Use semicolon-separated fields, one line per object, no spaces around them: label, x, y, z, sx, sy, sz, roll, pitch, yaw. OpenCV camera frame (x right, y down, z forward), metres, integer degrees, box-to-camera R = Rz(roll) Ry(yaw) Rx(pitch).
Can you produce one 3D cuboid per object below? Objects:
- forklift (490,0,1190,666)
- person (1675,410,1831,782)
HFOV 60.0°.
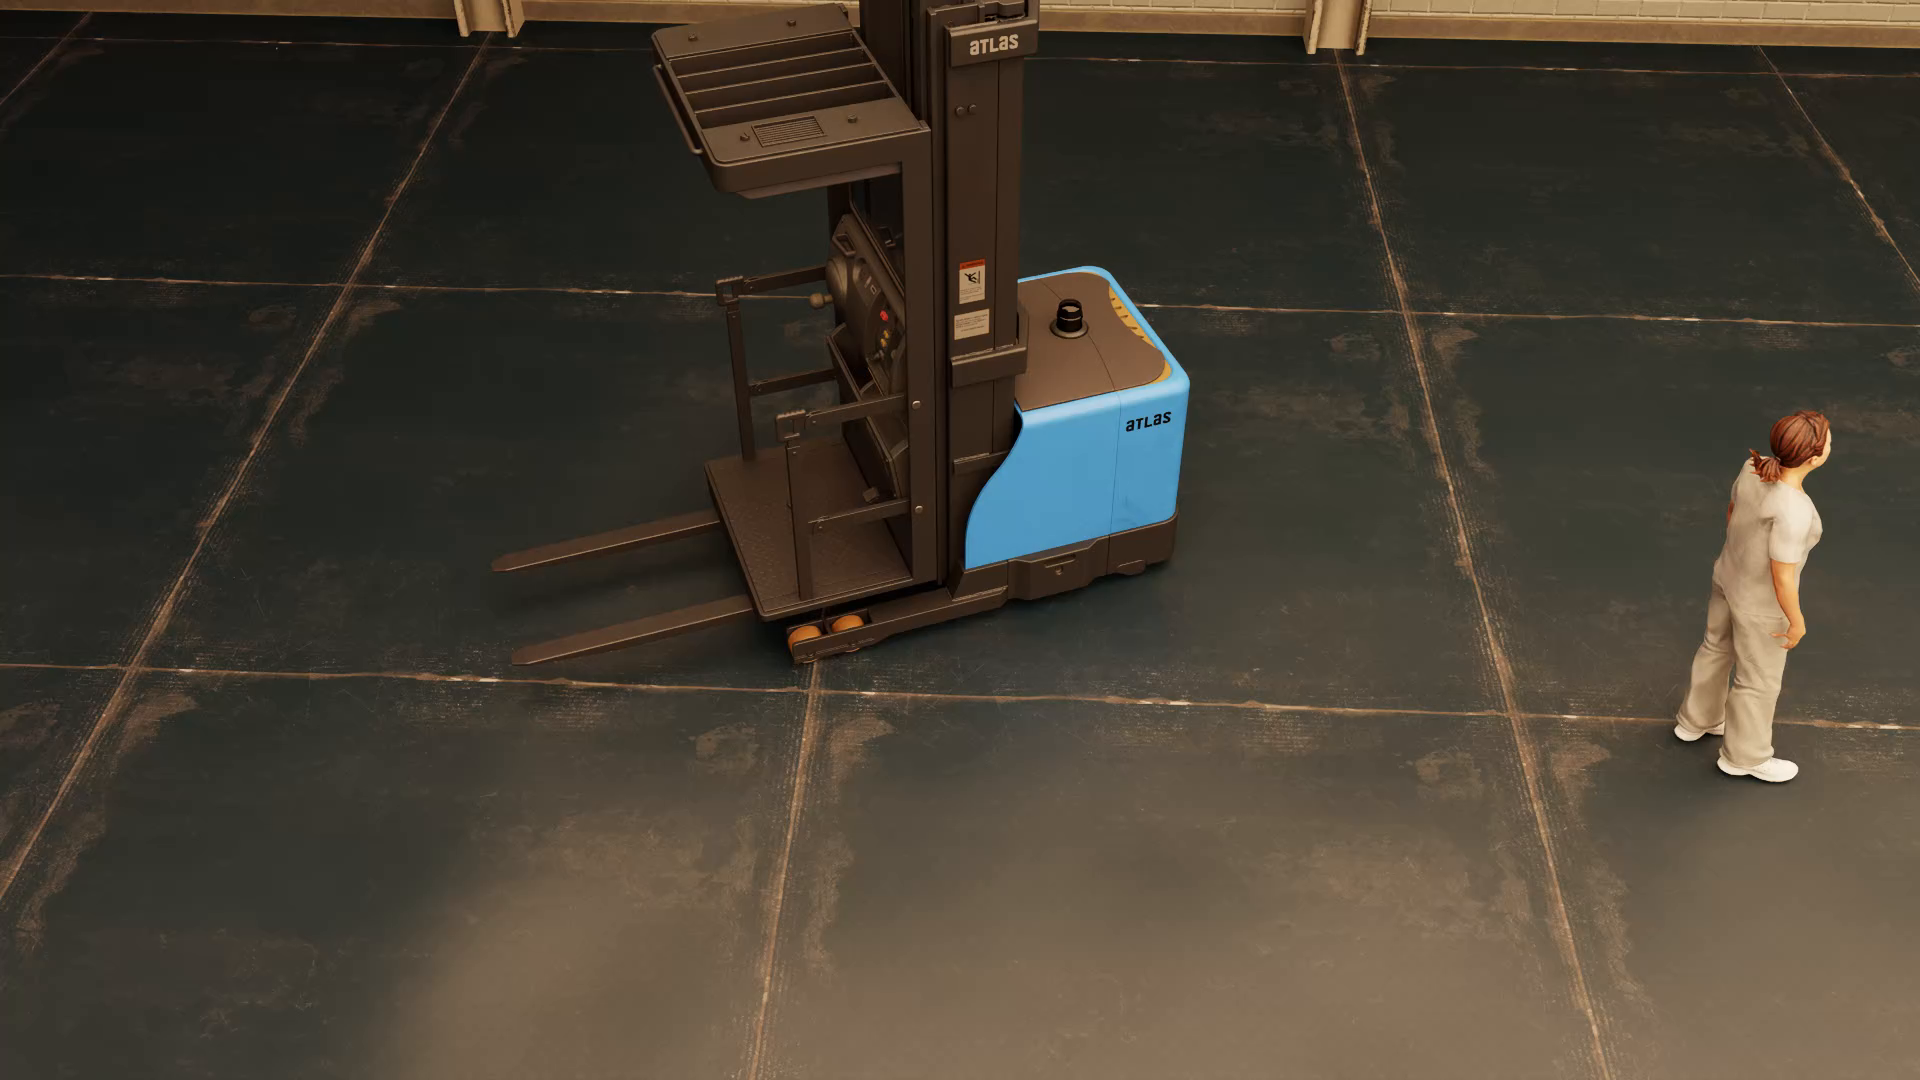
forklift;-0.573;-0.945;6.778;3.031;2.935;1.130;-13;44;-14
person;3.148;0.201;6.442;0.548;1.673;0.550;-2;42;-3
